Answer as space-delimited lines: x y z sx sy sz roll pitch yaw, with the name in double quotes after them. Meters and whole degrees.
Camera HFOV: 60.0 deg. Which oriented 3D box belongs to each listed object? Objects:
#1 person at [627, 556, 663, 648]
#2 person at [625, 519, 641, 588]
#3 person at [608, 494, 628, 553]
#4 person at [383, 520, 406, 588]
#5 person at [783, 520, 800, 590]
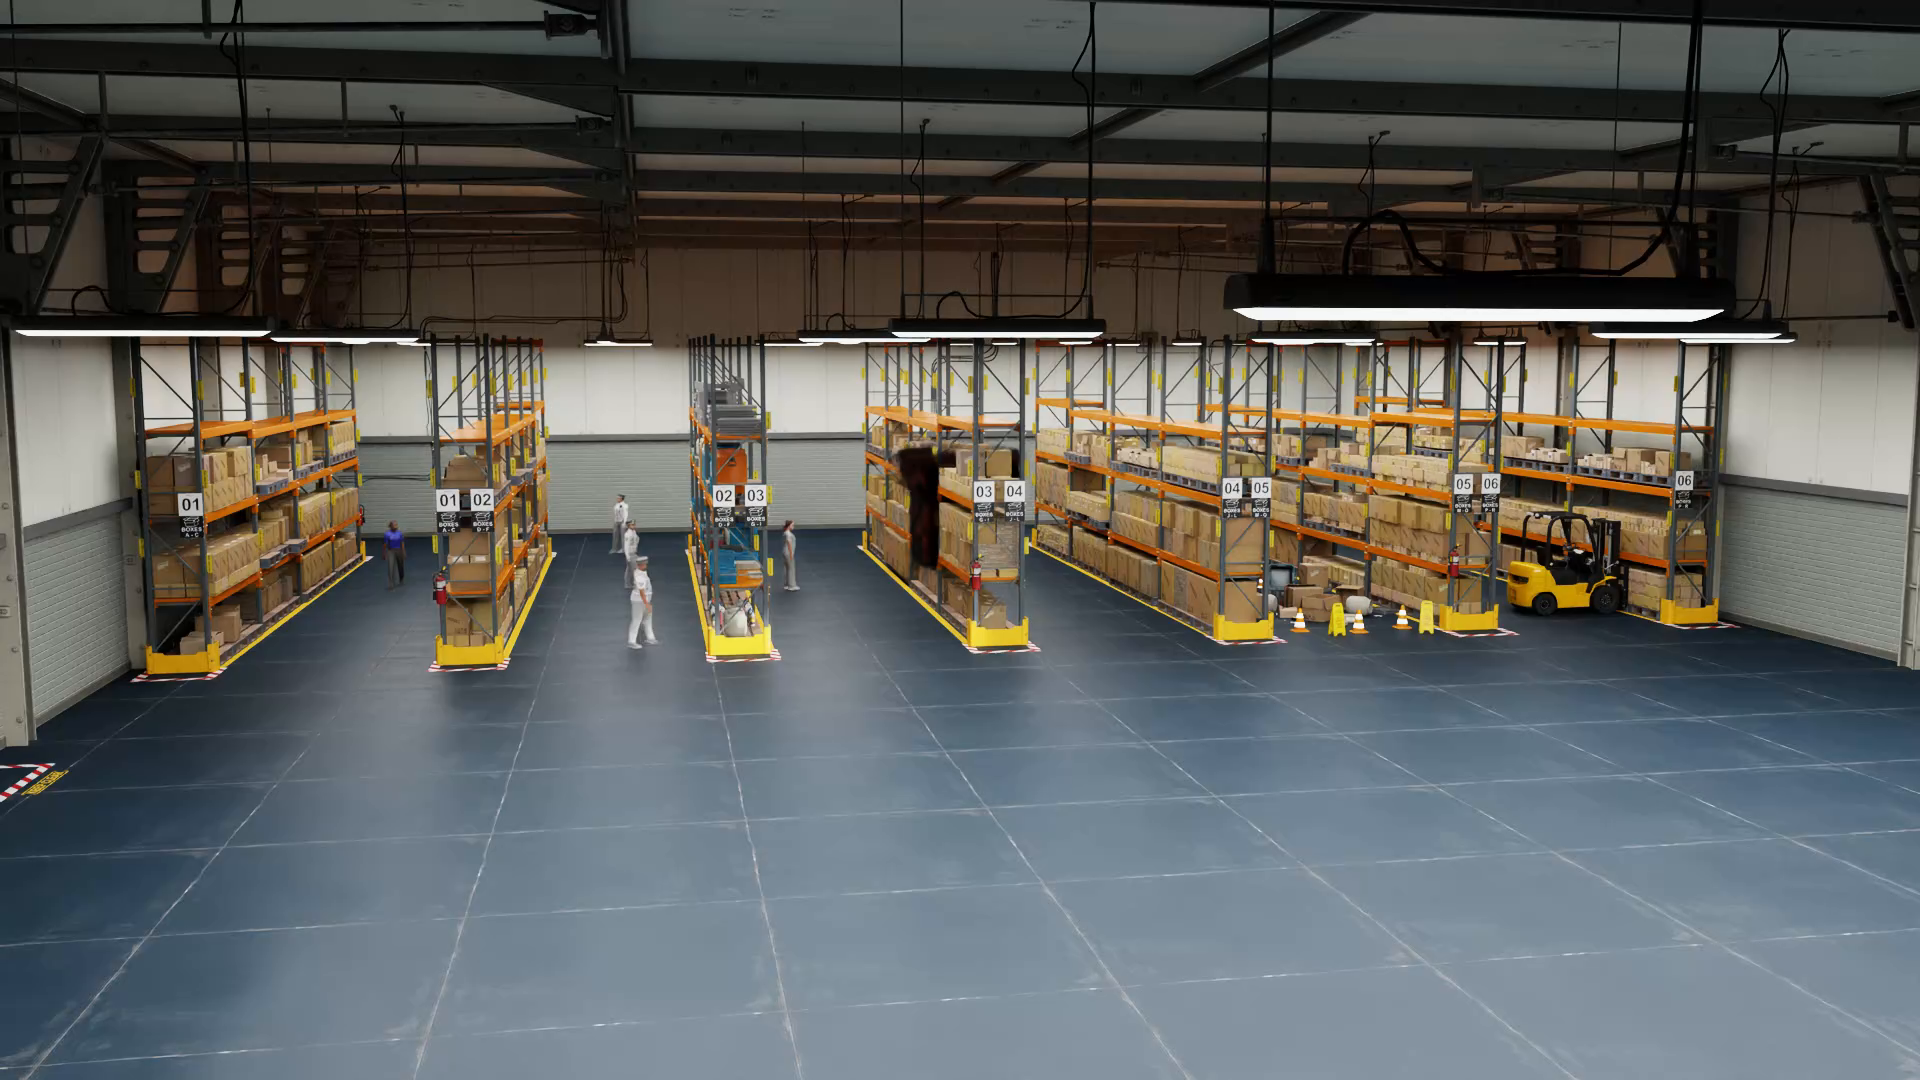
-6.102 1.197 32.064 0.597 1.781 0.692 0 7 0 "person"
-7.781 0.332 39.852 0.554 1.669 0.507 0 7 -3 "person"
-9.618 -0.453 46.840 0.554 1.701 0.421 4 8 30 "person"
-13.671 0.320 40.152 0.523 1.609 0.943 -2 7 -16 "person"
-4.014 0.350 39.568 0.404 1.674 0.501 -2 7 -14 "person"
